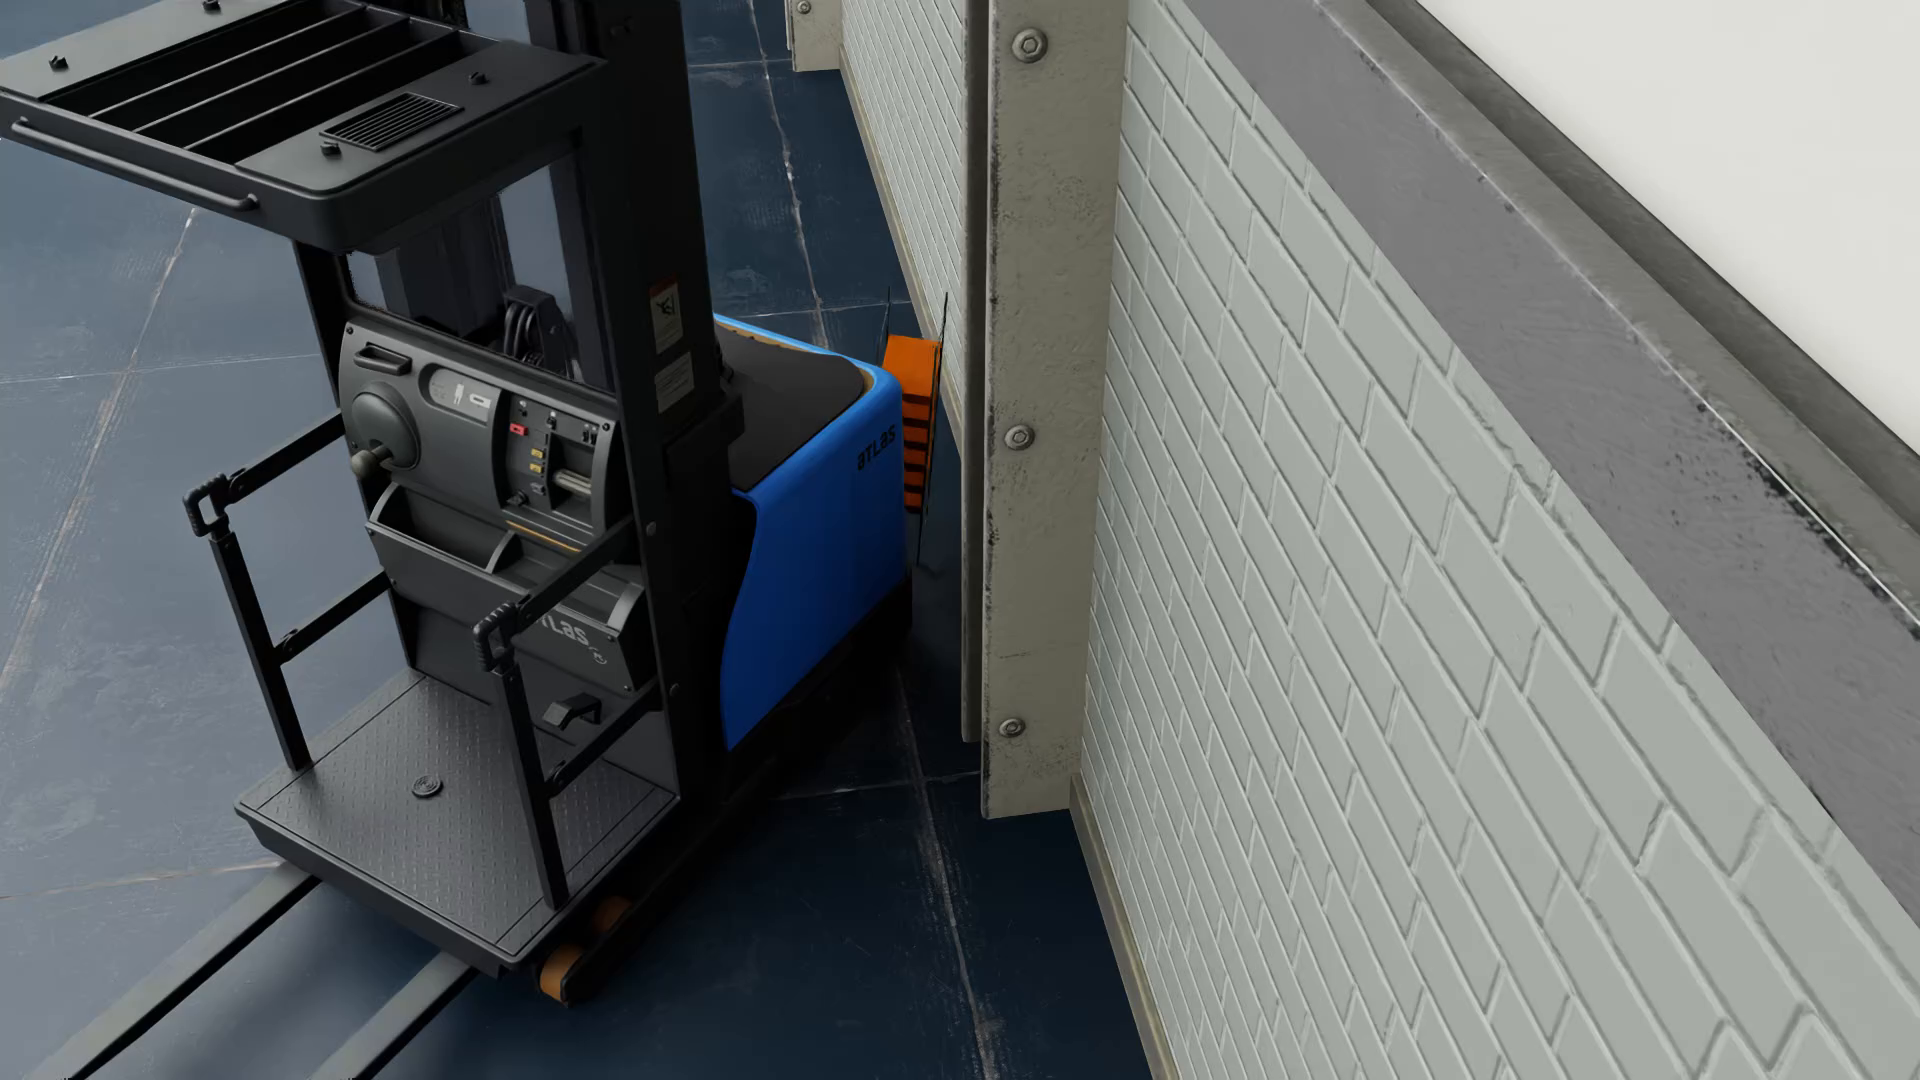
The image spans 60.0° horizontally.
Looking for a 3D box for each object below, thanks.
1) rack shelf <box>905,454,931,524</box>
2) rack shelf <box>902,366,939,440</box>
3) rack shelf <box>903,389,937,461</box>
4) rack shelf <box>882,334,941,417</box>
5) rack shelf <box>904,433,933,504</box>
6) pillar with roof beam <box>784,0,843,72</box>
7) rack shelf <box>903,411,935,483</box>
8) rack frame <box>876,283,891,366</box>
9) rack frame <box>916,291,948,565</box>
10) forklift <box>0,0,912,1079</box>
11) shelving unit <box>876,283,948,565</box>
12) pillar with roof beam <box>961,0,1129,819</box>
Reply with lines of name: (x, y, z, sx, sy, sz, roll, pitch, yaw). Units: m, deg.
rack shelf: (-0.210, -0.199, 5.933, 0.180, 0.103, 0.258, 9, 55, 1)
rack shelf: (-0.176, -0.474, 5.541, 0.180, 0.103, 0.258, 9, 55, 1)
rack shelf: (-0.184, -0.406, 5.639, 0.180, 0.103, 0.258, 9, 55, 1)
rack shelf: (-0.168, -0.543, 5.443, 0.180, 0.103, 0.258, 9, 55, 1)
rack shelf: (-0.201, -0.268, 5.835, 0.180, 0.103, 0.258, 9, 55, 1)
pillar with roof beam: (-5.101, -5.988, 6.622, 9.100, 9.000, 0.400, -6, 38, -8)
rack shelf: (-0.193, -0.337, 5.737, 0.180, 0.103, 0.258, 9, 55, 1)
rack frame: (-0.280, -0.376, 5.703, 0.006, 1.200, 0.240, 9, 55, 1)
rack frame: (-0.099, -0.348, 5.698, 0.006, 1.200, 0.240, 9, 55, 1)
forklift: (-1.357, -0.206, 4.127, 1.130, 2.935, 3.031, 20, 42, 24)
shelving unit: (-0.190, -0.362, 5.701, 0.189, 1.200, 0.258, 9, 55, 1)
pillar with roof beam: (-4.049, -2.364, 1.957, 9.100, 9.000, 0.400, -6, 38, -8)
